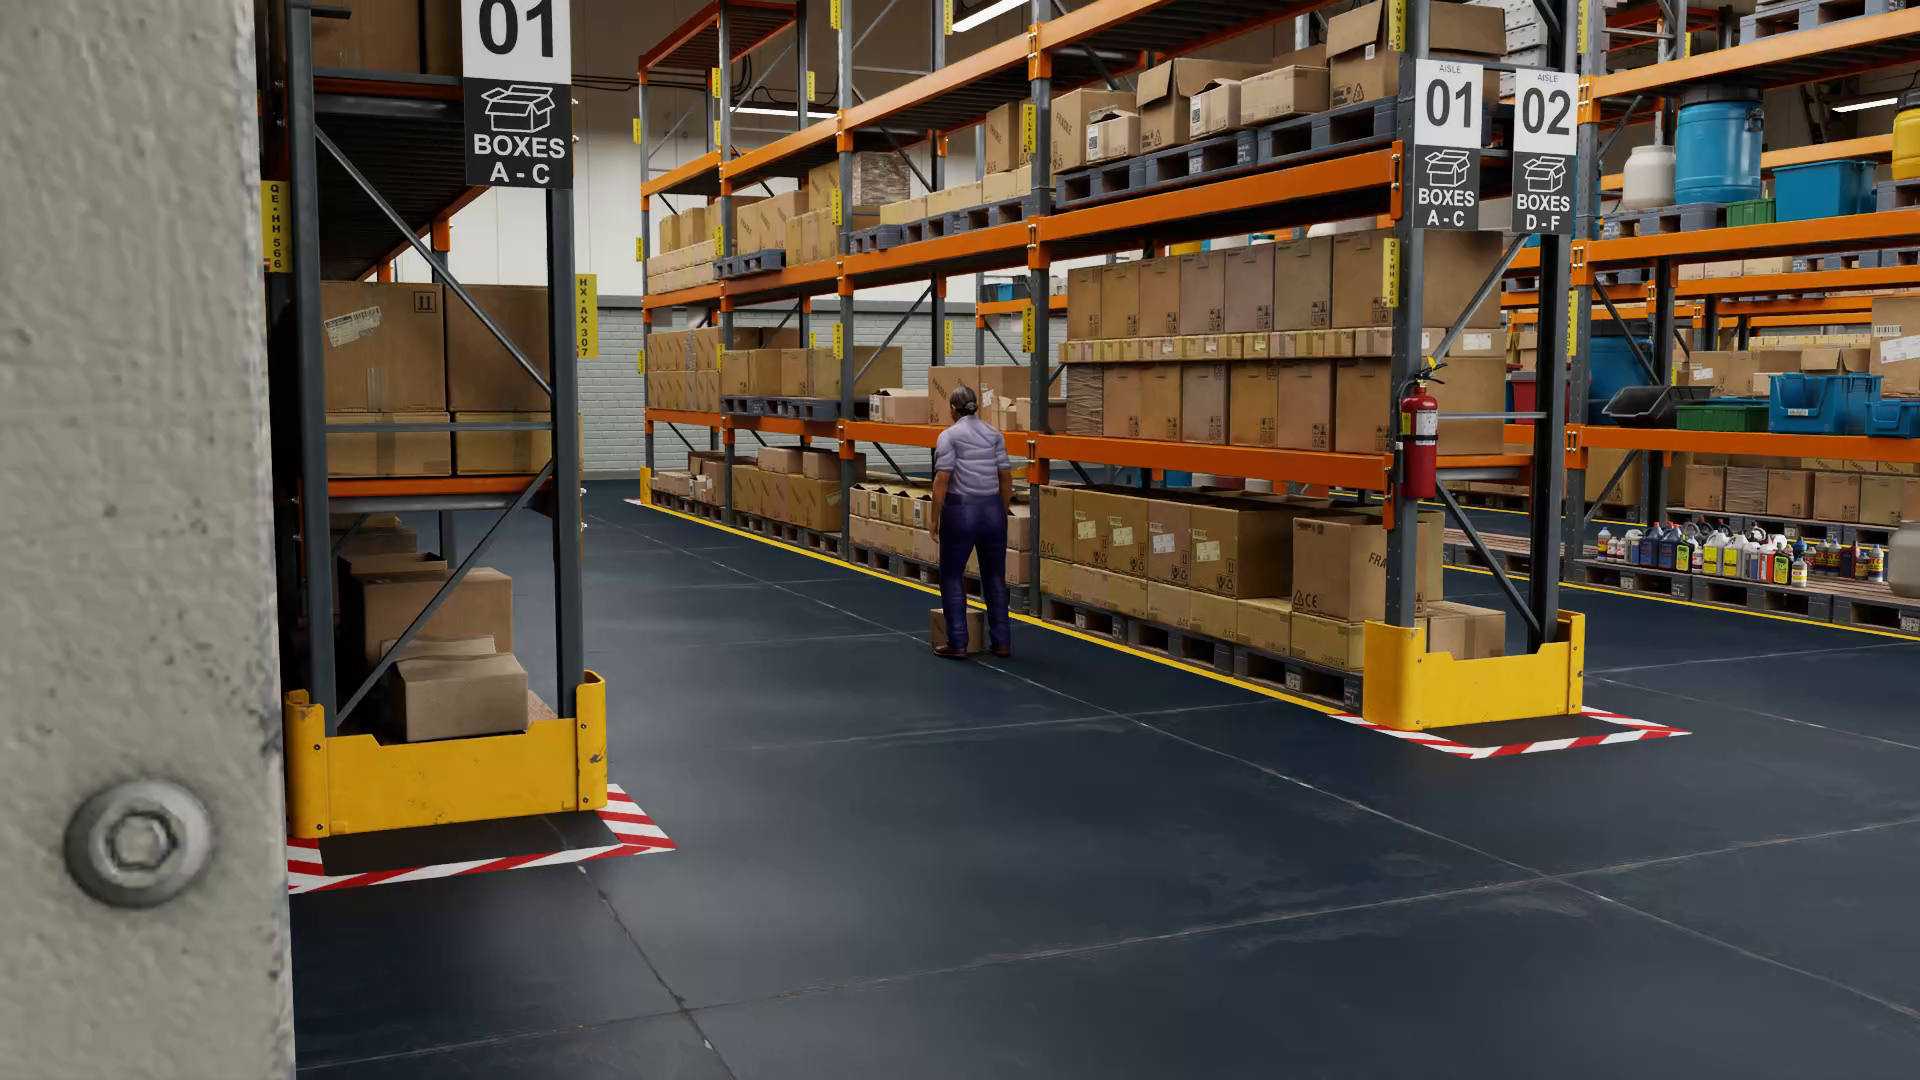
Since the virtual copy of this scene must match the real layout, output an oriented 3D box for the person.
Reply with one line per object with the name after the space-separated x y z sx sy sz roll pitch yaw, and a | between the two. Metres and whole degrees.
0.079 -0.110 10.120 0.556 1.652 0.367 -3 6 -25 | person
